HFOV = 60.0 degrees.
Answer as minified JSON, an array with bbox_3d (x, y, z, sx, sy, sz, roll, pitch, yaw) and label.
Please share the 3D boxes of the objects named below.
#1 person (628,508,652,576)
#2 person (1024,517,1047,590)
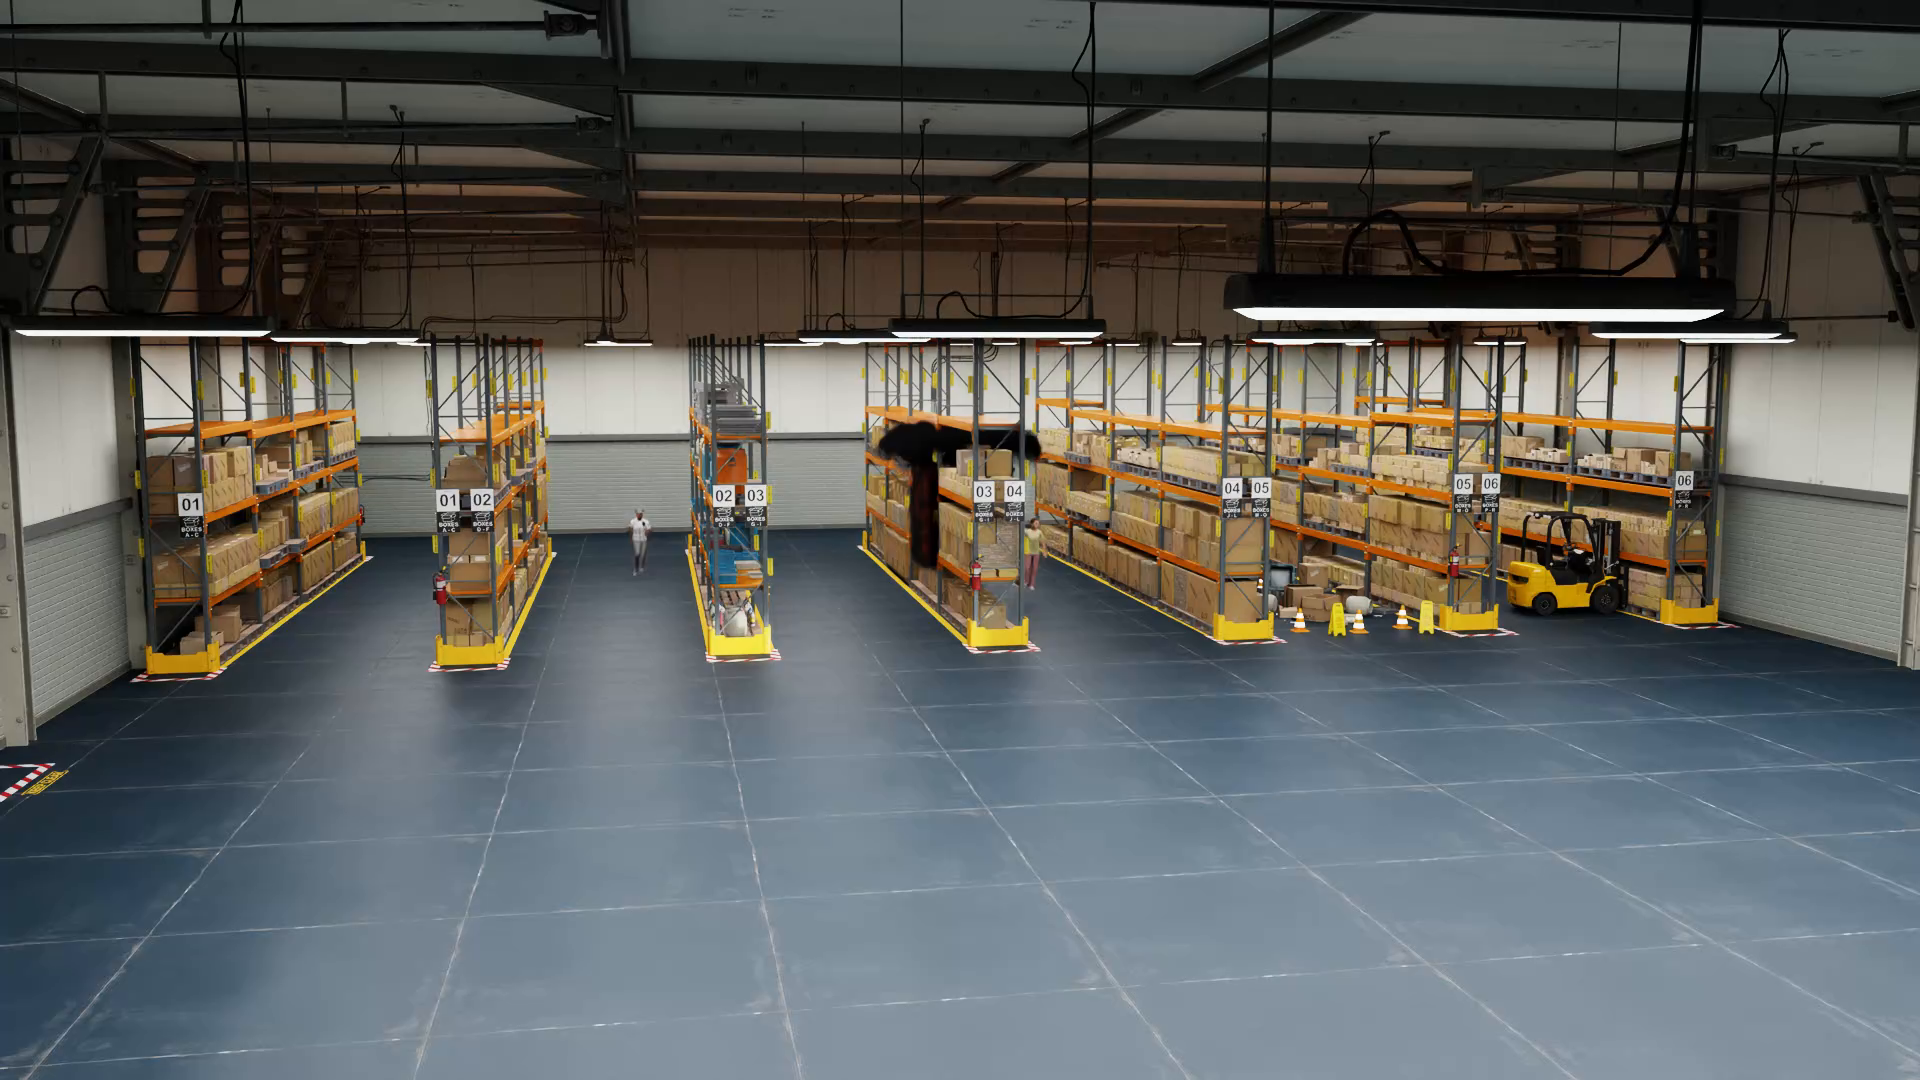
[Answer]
[{"bbox_3d":[-8.134,0.046,42.344,0.581,1.730,0.723,-2,7,-13],"label":"person"},{"bbox_3d":[1.627,0.304,37.622,0.612,1.655,0.463,-1,7,-10],"label":"person"}]
